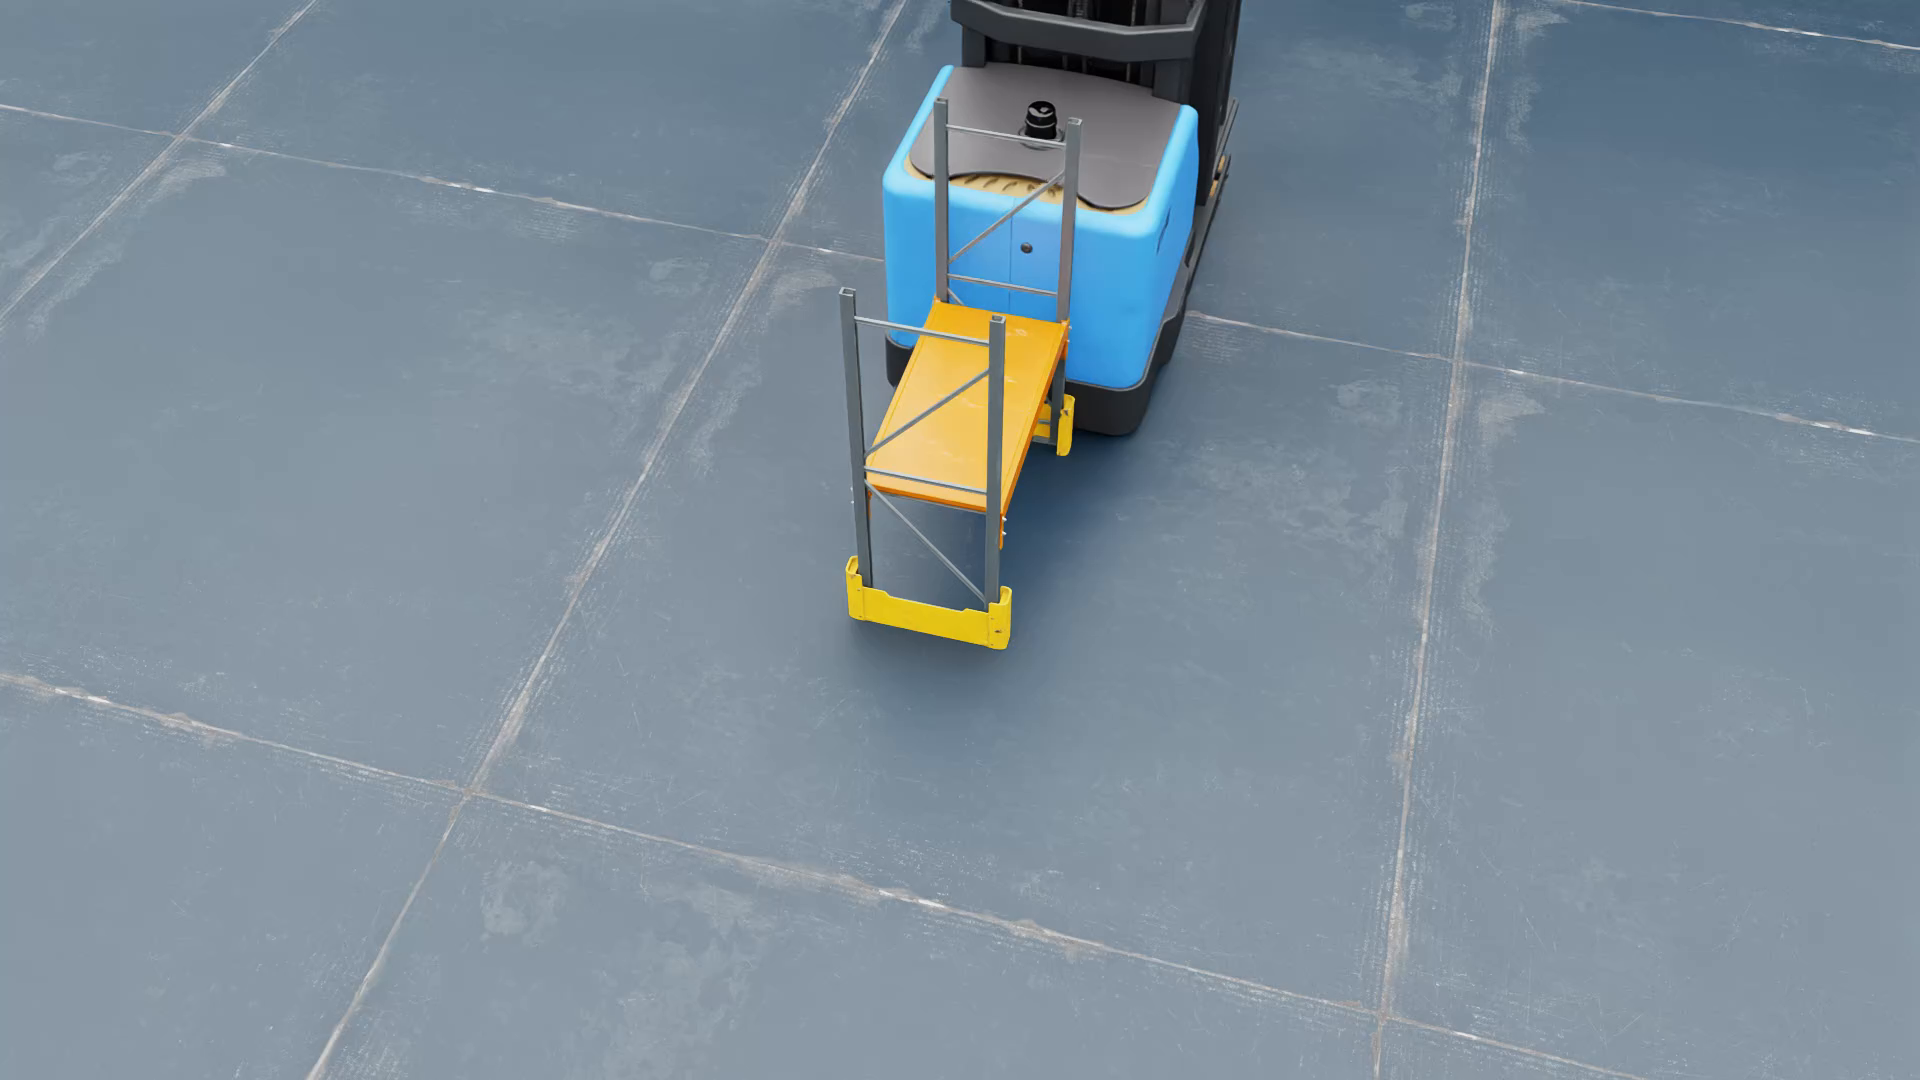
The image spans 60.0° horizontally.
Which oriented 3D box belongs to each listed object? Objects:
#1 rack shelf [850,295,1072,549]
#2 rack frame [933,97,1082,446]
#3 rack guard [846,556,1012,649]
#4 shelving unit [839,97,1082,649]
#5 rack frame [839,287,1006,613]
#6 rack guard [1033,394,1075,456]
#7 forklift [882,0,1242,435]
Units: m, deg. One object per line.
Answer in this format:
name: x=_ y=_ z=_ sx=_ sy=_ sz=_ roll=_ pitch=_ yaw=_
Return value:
rack shelf: x=0.022 y=-0.439 z=5.877 sx=0.538 sy=0.185 sz=1.000 roll=12 pitch=50 yaw=10
rack frame: x=0.156 y=-0.926 z=6.067 sx=0.500 sy=1.500 sz=0.032 roll=12 pitch=50 yaw=10
rack guard: x=-0.111 y=0.222 z=5.887 sx=0.587 sy=0.250 sz=0.087 roll=12 pitch=50 yaw=10
shelving unit: x=0.020 y=-0.551 z=5.736 sx=0.587 sy=1.500 sz=1.083 roll=12 pitch=50 yaw=10
rack frame: x=-0.111 y=-0.190 z=5.418 sx=0.500 sy=1.500 sz=0.032 roll=12 pitch=50 yaw=10
rack guard: x=0.151 y=-0.498 z=6.523 sx=0.587 sy=0.250 sz=0.087 roll=12 pitch=50 yaw=10
forklift: x=0.613 y=-2.513 z=6.513 sx=1.130 sy=2.935 sz=3.031 roll=13 pitch=50 yaw=11
